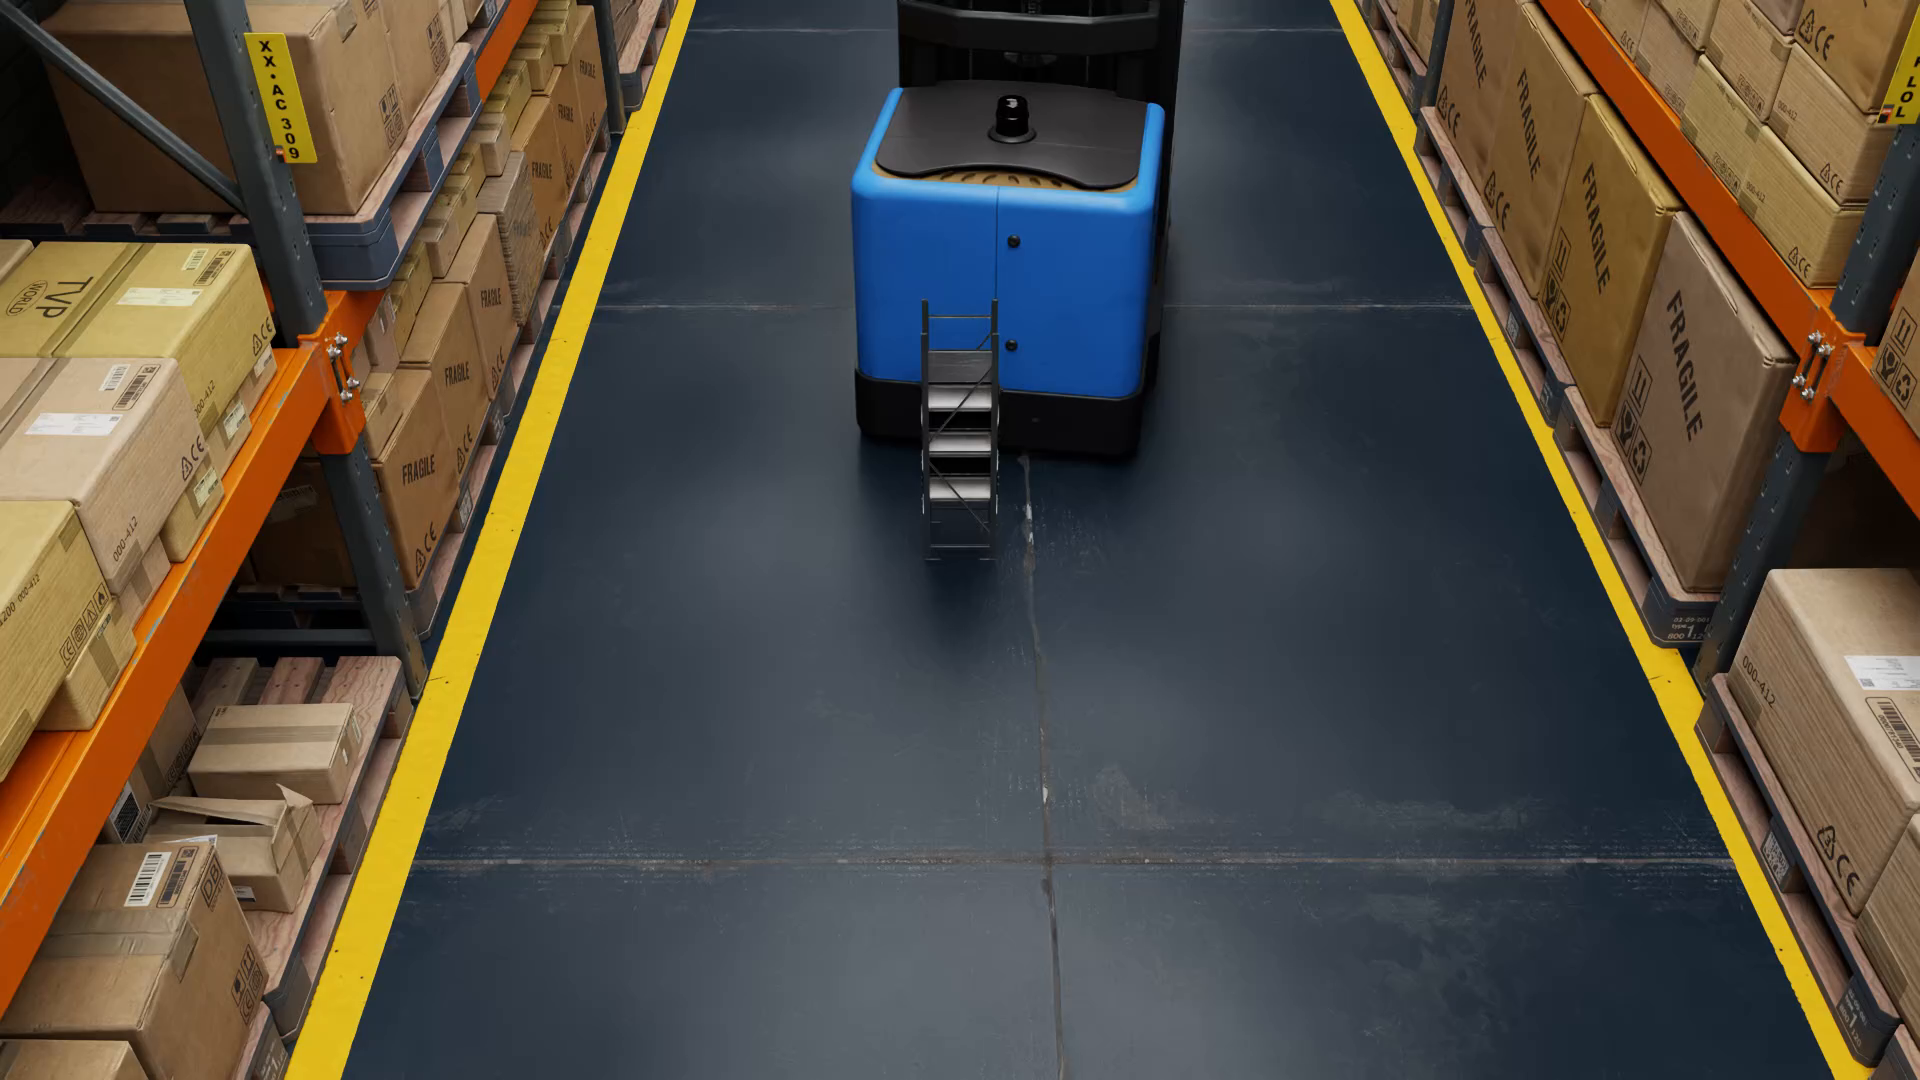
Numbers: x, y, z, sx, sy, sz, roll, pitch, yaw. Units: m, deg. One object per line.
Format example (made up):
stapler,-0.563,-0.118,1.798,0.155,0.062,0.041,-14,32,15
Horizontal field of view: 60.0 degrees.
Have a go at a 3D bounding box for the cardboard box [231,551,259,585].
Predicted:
cardboard box,-2.463,-0.204,5.270,0.500,0.500,0.500,0,39,0

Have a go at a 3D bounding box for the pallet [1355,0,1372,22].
pallet,2.794,-3.378,9.797,1.003,0.211,1.213,0,39,0

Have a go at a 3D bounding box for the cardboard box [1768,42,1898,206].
cardboard box,2.553,-1.127,4.478,0.500,0.250,0.500,0,39,0

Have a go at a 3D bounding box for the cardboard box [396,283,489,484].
cardboard box,-1.953,-0.533,5.680,0.500,0.500,0.500,-1,39,-1

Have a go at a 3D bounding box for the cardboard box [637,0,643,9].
cardboard box,-2.167,-3.247,8.966,0.875,0.625,0.625,1,39,1

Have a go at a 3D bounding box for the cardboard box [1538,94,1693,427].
cardboard box,2.708,-1.002,5.965,0.875,0.875,0.875,1,39,1

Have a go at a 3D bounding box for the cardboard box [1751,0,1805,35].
cardboard box,2.537,-1.747,4.652,0.500,0.500,0.500,1,39,1

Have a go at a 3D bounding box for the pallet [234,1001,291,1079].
pallet,-2.163,1.573,3.618,1.003,0.211,1.213,0,39,0

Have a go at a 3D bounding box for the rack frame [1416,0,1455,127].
rack frame,2.792,-3.217,7.365,1.000,3.000,0.127,0,39,0

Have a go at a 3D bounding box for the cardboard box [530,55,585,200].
cardboard box,-1.966,-1.822,7.288,0.500,0.500,0.500,-1,39,-1

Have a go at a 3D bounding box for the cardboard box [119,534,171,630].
cardboard box,-1.894,0.077,3.456,0.380,0.149,0.250,1,39,1

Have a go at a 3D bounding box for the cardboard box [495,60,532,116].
cardboard box,-1.975,-1.843,6.796,0.380,0.149,0.250,1,39,1

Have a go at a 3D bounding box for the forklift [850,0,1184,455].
forklift,0.341,-2.370,6.364,1.130,2.935,3.031,5,39,7

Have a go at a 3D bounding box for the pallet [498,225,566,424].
pallet,-2.210,-0.895,6.698,1.003,0.211,1.213,0,39,0

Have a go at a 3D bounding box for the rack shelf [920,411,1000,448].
rack shelf,0.000,-0.390,5.427,0.258,0.077,0.200,0,39,0

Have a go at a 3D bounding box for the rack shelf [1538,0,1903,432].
rack shelf,2.795,-1.685,6.029,1.077,0.370,4.000,0,39,0

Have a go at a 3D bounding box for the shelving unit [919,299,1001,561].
shelving unit,0.000,-0.346,5.462,0.258,0.900,0.210,0,39,0

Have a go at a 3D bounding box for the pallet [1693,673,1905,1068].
pallet,2.720,0.849,4.522,1.003,0.211,1.213,0,39,0

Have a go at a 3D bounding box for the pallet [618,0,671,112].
pallet,-2.133,-2.637,8.872,1.003,0.211,1.213,0,39,0

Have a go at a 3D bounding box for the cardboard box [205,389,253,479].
cardboard box,-1.892,-0.249,3.863,0.380,0.149,0.250,1,39,1

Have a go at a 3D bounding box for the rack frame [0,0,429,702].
rack frame,-2.167,-0.709,4.236,1.000,3.000,0.127,0,39,0

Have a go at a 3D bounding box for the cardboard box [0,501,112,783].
cardboard box,-1.919,0.177,3.013,0.500,0.250,0.500,0,39,0

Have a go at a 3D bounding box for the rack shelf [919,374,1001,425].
rack shelf,0.000,-0.461,5.371,0.258,0.077,0.200,0,39,0

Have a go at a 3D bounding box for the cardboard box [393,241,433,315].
cardboard box,-2.004,-0.880,5.594,0.380,0.149,0.250,-1,39,-1

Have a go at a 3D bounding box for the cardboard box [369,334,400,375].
cardboard box,-1.979,-0.548,5.180,0.380,0.149,0.250,-1,39,-1

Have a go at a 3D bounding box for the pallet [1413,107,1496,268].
pallet,2.718,-1.635,7.622,1.003,0.211,1.213,0,39,0

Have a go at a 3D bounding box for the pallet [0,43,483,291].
pallet,-2.058,-1.134,4.920,1.003,0.211,1.213,0,39,0

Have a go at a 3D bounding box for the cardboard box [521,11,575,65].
cardboard box,-1.886,-2.173,7.207,0.380,0.149,0.250,-2,39,-2

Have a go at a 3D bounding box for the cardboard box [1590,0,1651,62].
cardboard box,2.559,-1.894,5.835,0.500,0.250,0.500,0,39,0

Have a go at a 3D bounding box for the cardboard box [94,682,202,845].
cardboard box,-2.402,0.589,4.430,0.500,0.311,0.500,1,39,2

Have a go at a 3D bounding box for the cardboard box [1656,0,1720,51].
cardboard box,2.539,-1.764,5.272,0.500,0.250,0.500,1,39,1

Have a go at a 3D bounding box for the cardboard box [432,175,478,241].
cardboard box,-1.965,-1.192,5.983,0.380,0.149,0.250,1,39,2

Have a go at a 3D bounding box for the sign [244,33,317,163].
sign,-1.624,-1.052,3.972,0.100,0.325,0.005,0,39,0

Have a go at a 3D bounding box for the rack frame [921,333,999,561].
rack frame,0.000,-0.282,5.383,0.240,0.900,0.006,0,39,0

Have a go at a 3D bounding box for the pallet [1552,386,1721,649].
pallet,2.721,-0.109,5.718,1.003,0.211,1.213,0,39,0

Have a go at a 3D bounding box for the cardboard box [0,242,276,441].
cardboard box,-1.922,-0.448,3.793,0.500,0.250,0.500,1,39,1

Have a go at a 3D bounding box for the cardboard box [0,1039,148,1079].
cardboard box,-1.931,1.356,3.322,0.500,0.500,0.500,1,39,1

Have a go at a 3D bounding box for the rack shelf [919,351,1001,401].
rack shelf,0.000,-0.531,5.314,0.258,0.077,0.200,0,39,0

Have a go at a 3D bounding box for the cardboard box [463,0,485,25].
cardboard box,-1.945,-2.029,5.468,0.700,0.500,0.500,0,39,0

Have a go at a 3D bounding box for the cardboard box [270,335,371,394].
cardboard box,-1.962,-0.491,4.871,0.380,0.149,0.250,-1,39,-1

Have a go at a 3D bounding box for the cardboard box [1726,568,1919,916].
cardboard box,2.690,0.514,4.424,0.875,0.438,0.875,-1,39,-1

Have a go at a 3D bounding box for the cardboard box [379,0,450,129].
cardboard box,-1.944,-1.539,4.856,0.700,0.500,0.500,0,39,0

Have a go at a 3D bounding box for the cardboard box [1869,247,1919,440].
cardboard box,2.536,-0.461,3.846,0.500,0.500,0.500,1,39,1

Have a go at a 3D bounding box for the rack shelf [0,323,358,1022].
rack shelf,-2.164,0.822,2.901,1.077,0.370,4.000,0,39,0

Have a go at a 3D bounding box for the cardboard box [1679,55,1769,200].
cardboard box,2.545,-1.255,5.038,0.500,0.250,0.500,-1,39,-1

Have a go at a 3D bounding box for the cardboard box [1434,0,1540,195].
cardboard box,2.710,-2.119,7.359,0.875,0.875,0.875,0,39,0

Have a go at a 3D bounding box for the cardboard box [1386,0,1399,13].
cardboard box,2.793,-3.170,9.072,0.950,0.372,0.625,-1,39,-1

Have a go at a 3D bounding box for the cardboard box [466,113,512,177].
cardboard box,-1.944,-1.514,6.385,0.380,0.149,0.250,-2,39,-2

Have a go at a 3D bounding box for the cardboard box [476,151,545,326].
cardboard box,-1.943,-1.170,6.474,0.500,0.500,0.500,-1,39,-2

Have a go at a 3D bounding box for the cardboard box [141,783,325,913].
cardboard box,-1.872,0.765,4.247,0.396,0.266,0.258,1,39,2
